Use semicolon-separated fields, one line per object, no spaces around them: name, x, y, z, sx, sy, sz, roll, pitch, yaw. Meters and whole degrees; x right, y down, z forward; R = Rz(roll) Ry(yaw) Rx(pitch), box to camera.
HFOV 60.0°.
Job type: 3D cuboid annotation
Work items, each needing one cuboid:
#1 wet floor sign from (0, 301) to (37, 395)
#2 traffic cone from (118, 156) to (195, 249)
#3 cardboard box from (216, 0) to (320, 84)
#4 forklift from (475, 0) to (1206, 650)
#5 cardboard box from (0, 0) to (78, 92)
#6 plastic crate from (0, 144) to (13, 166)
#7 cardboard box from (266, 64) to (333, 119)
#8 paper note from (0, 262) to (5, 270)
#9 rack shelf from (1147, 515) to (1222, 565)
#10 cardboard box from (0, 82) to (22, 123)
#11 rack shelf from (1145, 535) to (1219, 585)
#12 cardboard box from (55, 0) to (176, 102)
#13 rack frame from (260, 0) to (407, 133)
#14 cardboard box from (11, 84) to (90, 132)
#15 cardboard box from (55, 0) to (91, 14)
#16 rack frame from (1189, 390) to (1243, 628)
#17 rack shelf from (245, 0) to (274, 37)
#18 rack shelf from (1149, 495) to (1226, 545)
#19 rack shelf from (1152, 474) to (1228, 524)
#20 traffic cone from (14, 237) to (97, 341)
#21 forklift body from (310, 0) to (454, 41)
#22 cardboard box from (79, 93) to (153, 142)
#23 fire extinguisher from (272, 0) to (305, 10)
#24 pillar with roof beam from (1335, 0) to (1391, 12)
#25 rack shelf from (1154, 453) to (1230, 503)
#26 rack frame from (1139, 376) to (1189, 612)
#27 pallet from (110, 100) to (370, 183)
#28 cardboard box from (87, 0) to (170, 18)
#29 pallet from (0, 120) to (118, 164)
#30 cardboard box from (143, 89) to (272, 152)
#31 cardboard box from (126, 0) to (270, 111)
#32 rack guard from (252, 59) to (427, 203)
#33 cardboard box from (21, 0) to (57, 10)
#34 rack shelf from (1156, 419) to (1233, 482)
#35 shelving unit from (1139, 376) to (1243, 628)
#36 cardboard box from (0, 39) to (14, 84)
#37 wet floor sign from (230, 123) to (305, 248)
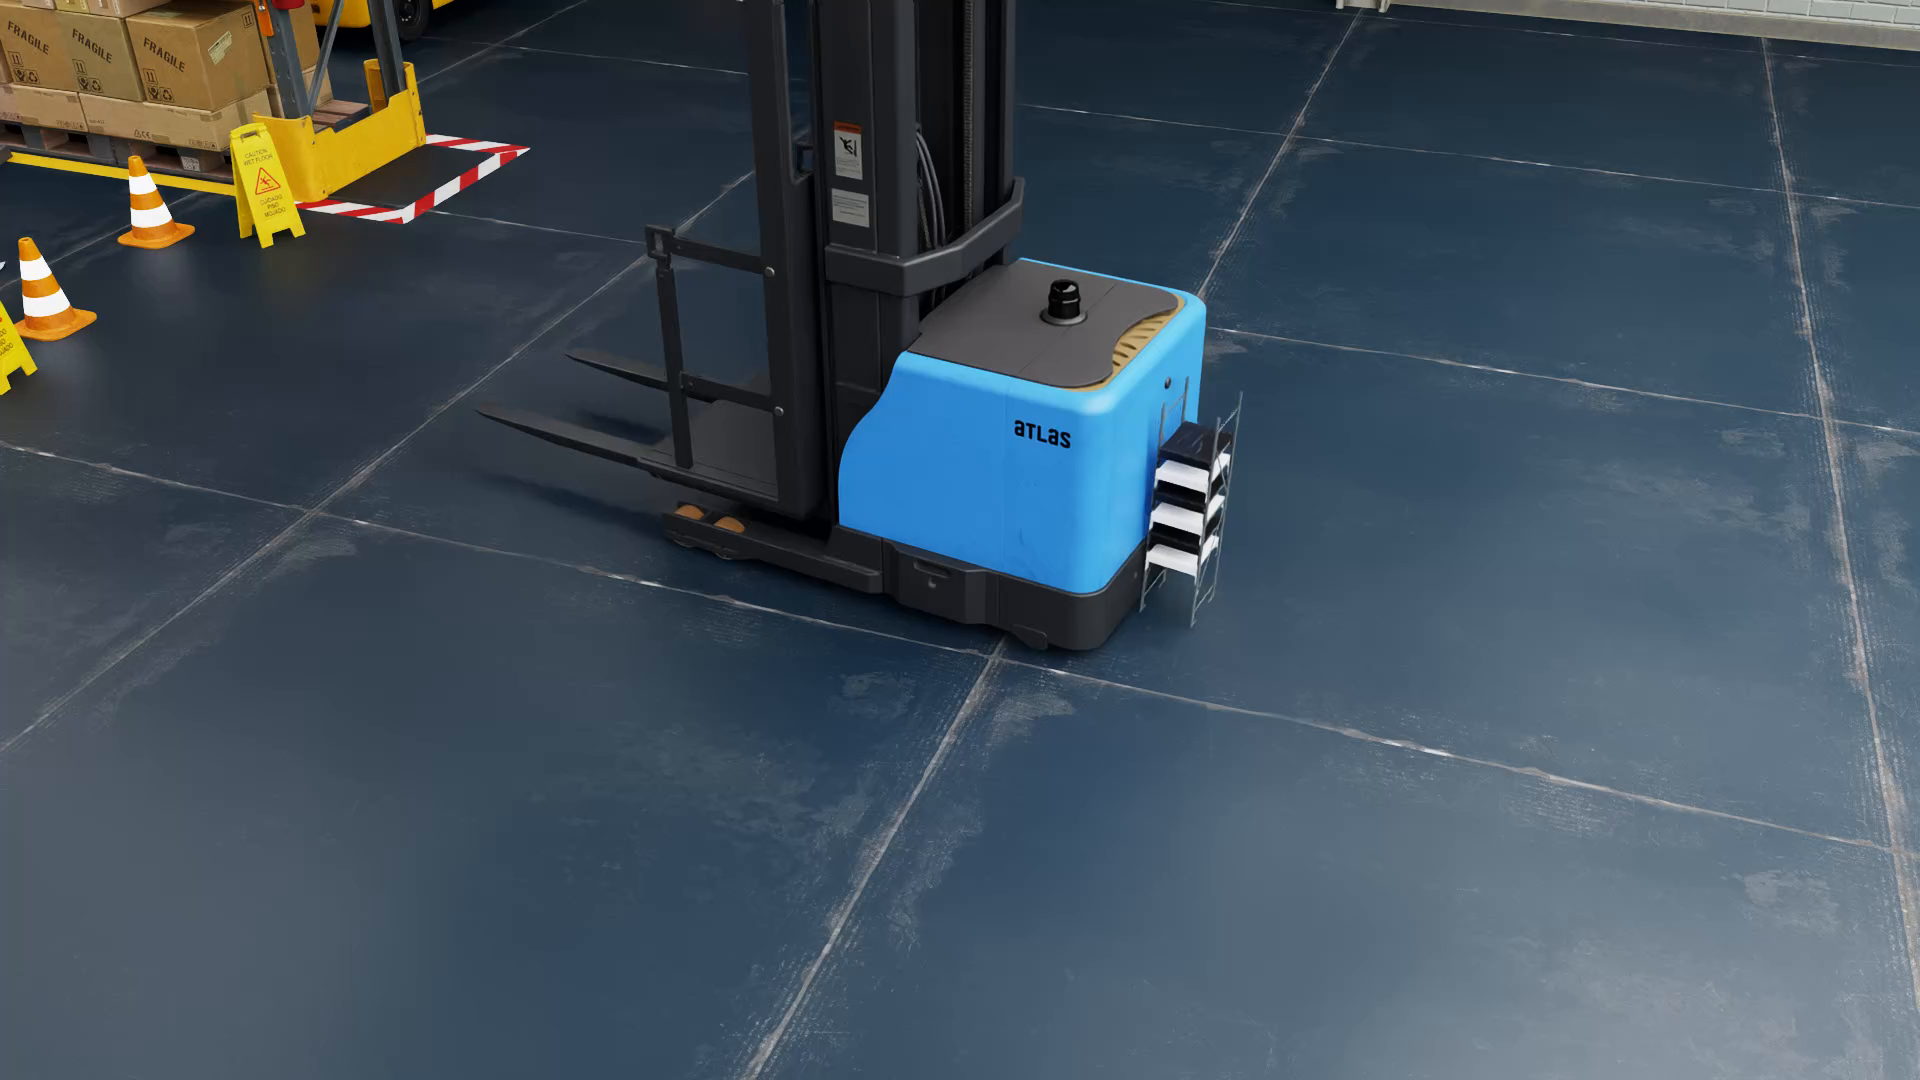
wet floor sign;-4.587;-1.032;7.753;0.232;0.644;0.267;5;33;8
traffic cone;-4.547;-1.916;9.290;0.334;0.463;0.336;11;34;16
cardboard box;-4.396;-3.191;10.383;0.500;0.500;0.500;10;34;15
forklift;-0.615;-1.388;6.197;3.031;2.935;1.130;16;36;23
cardboard box;-5.514;-3.101;10.244;0.500;0.500;0.500;10;34;15
plastic crate;-6.271;-2.361;10.333;0.583;0.080;0.402;0;33;0
cardboard box;-4.373;-2.871;10.580;0.500;0.250;0.500;11;34;16
paper note;-5.268;-1.471;9.000;0.142;0.019;0.148;0;33;0
rack shelf;0.840;-0.027;6.183;0.200;0.077;0.258;18;37;22
cardboard box;-6.002;-2.881;10.595;0.500;0.250;0.500;11;34;16
rack shelf;0.837;0.048;6.233;0.200;0.077;0.258;18;37;22
cardboard box;-5.042;-3.005;10.095;0.500;0.500;0.500;12;35;18
rack frame;-3.707;-3.561;9.501;0.127;3.000;1.000;11;34;16
cardboard box;-5.538;-2.785;10.446;0.500;0.250;0.500;10;34;15
cardboard box;-5.153;-3.264;9.899;0.250;0.149;0.380;12;35;17
rack frame;0.933;-0.100;6.075;0.006;0.900;0.240;18;37;22
rack shelf;-5.590;-3.625;10.263;4.000;0.370;1.077;11;34;16
rack shelf;0.842;-0.101;6.133;0.200;0.077;0.258;18;37;22
rack shelf;0.845;-0.176;6.083;0.200;0.077;0.258;18;37;22
traffic cone;-4.601;-1.287;8.316;0.334;0.463;0.336;11;34;16
forklift body;-4.436;-5.155;12.752;1.214;2.155;2.313;11;34;16
cardboard box;-5.044;-2.692;10.302;0.500;0.250;0.500;11;34;17
fire extinguisher;-3.755;-3.273;9.125;0.183;0.674;0.296;11;34;16
pillar with roof beam;1.809;-5.908;7.605;0.400;9.000;9.100;11;34;16
rack shelf;0.848;-0.251;6.033;0.200;0.077;0.258;18;37;22
rack frame;0.754;-0.158;6.153;0.006;0.900;0.240;18;37;22
pallet;-4.531;-2.571;10.537;1.213;0.211;1.003;11;34;16
cardboard box;-4.917;-3.217;9.825;0.250;0.149;0.380;12;35;18
pallet;-5.676;-2.795;10.884;1.213;0.211;1.003;11;34;16
cardboard box;-4.581;-2.598;10.156;0.500;0.250;0.500;11;34;16
cardboard box;-4.549;-2.911;9.950;0.500;0.500;0.500;11;35;17
rack guard;-3.779;-2.525;10.200;0.348;0.500;1.175;11;34;16
cardboard box;-5.400;-3.313;9.975;0.250;0.149;0.380;12;35;19
rack shelf;0.850;-0.326;5.983;0.200;0.077;0.258;18;37;22
shelving unit;0.843;-0.129;6.114;0.210;0.900;0.258;18;37;22
cardboard box;-6.013;-3.196;10.391;0.500;0.500;0.500;13;35;19
wet floor sign;-3.889;-1.991;9.239;0.232;0.644;0.267;24;40;32
